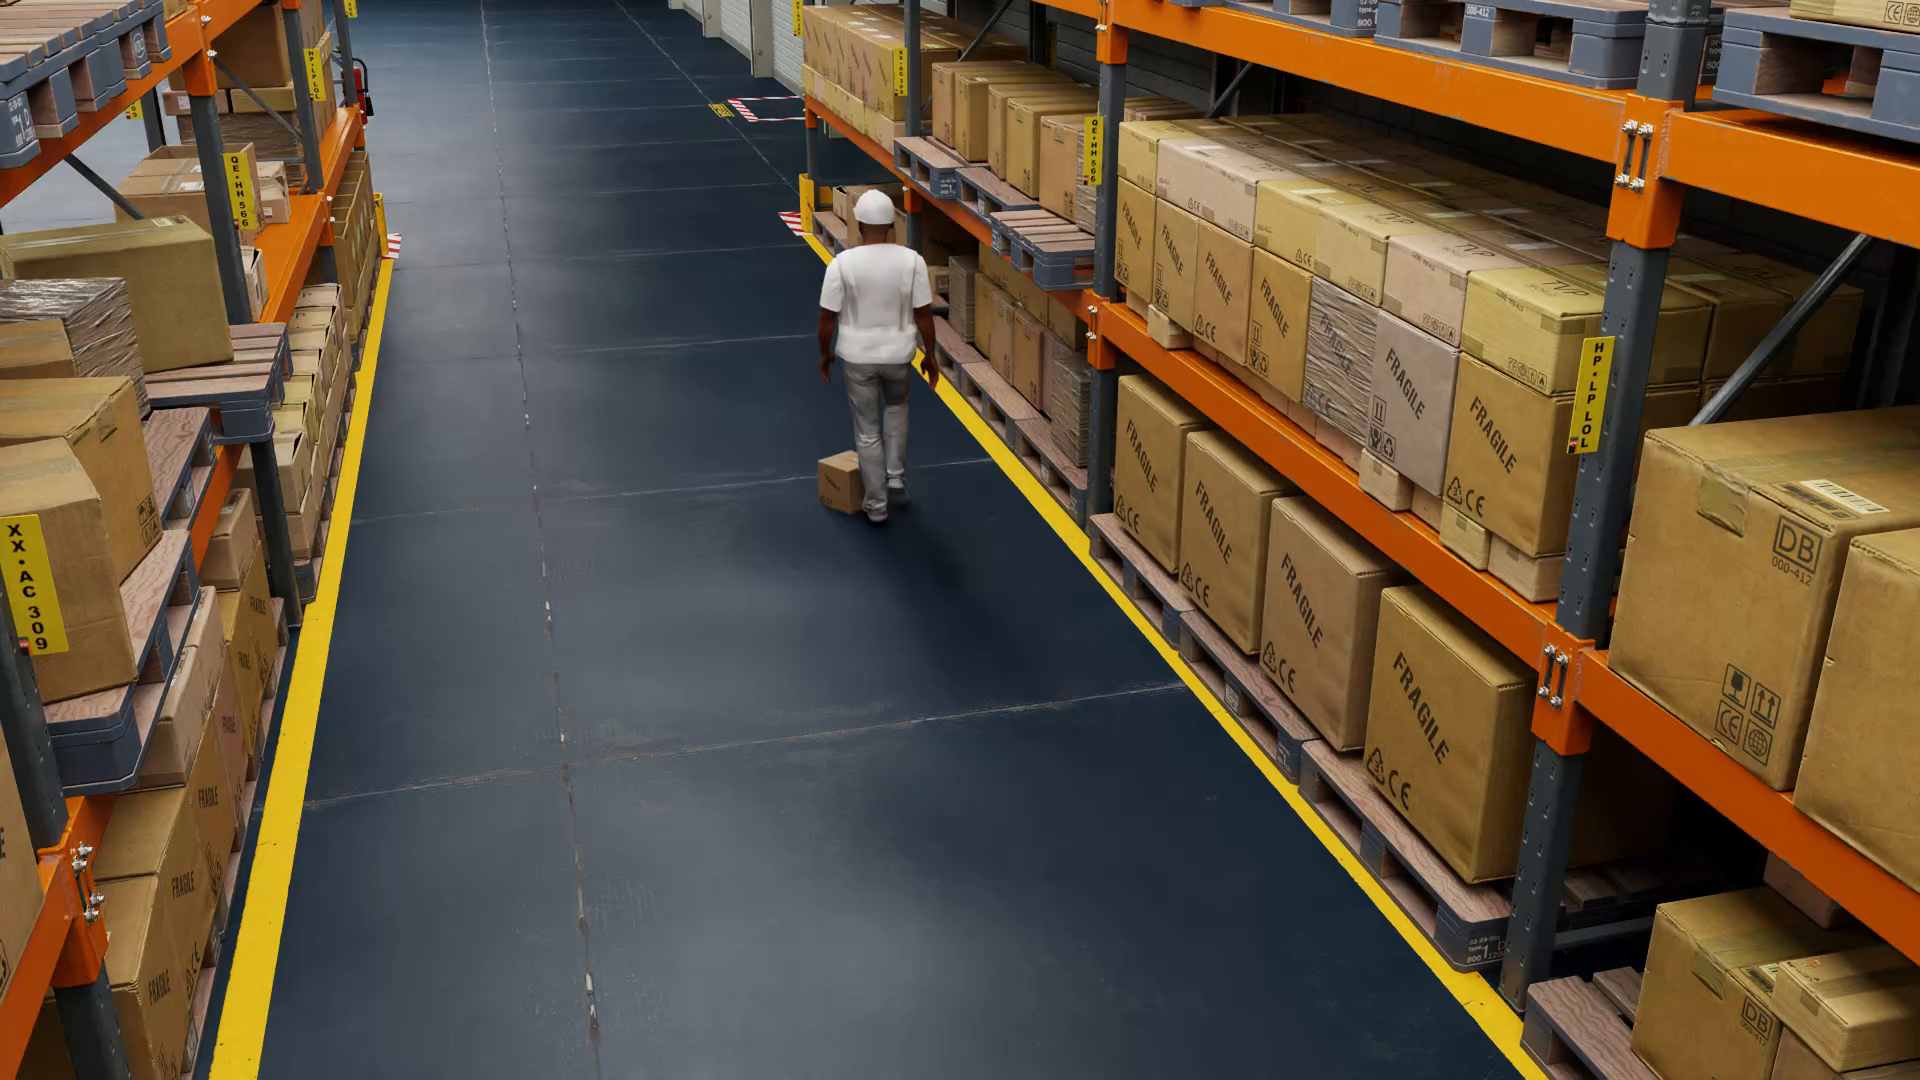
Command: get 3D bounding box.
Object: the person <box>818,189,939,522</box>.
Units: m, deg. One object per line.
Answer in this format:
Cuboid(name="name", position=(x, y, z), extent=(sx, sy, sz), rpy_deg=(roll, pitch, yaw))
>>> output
Cuboid(name="person", position=(-0.446, -0.969, 8.857), extent=(0.621, 1.808, 0.509), rpy_deg=(-5, 23, -13))
